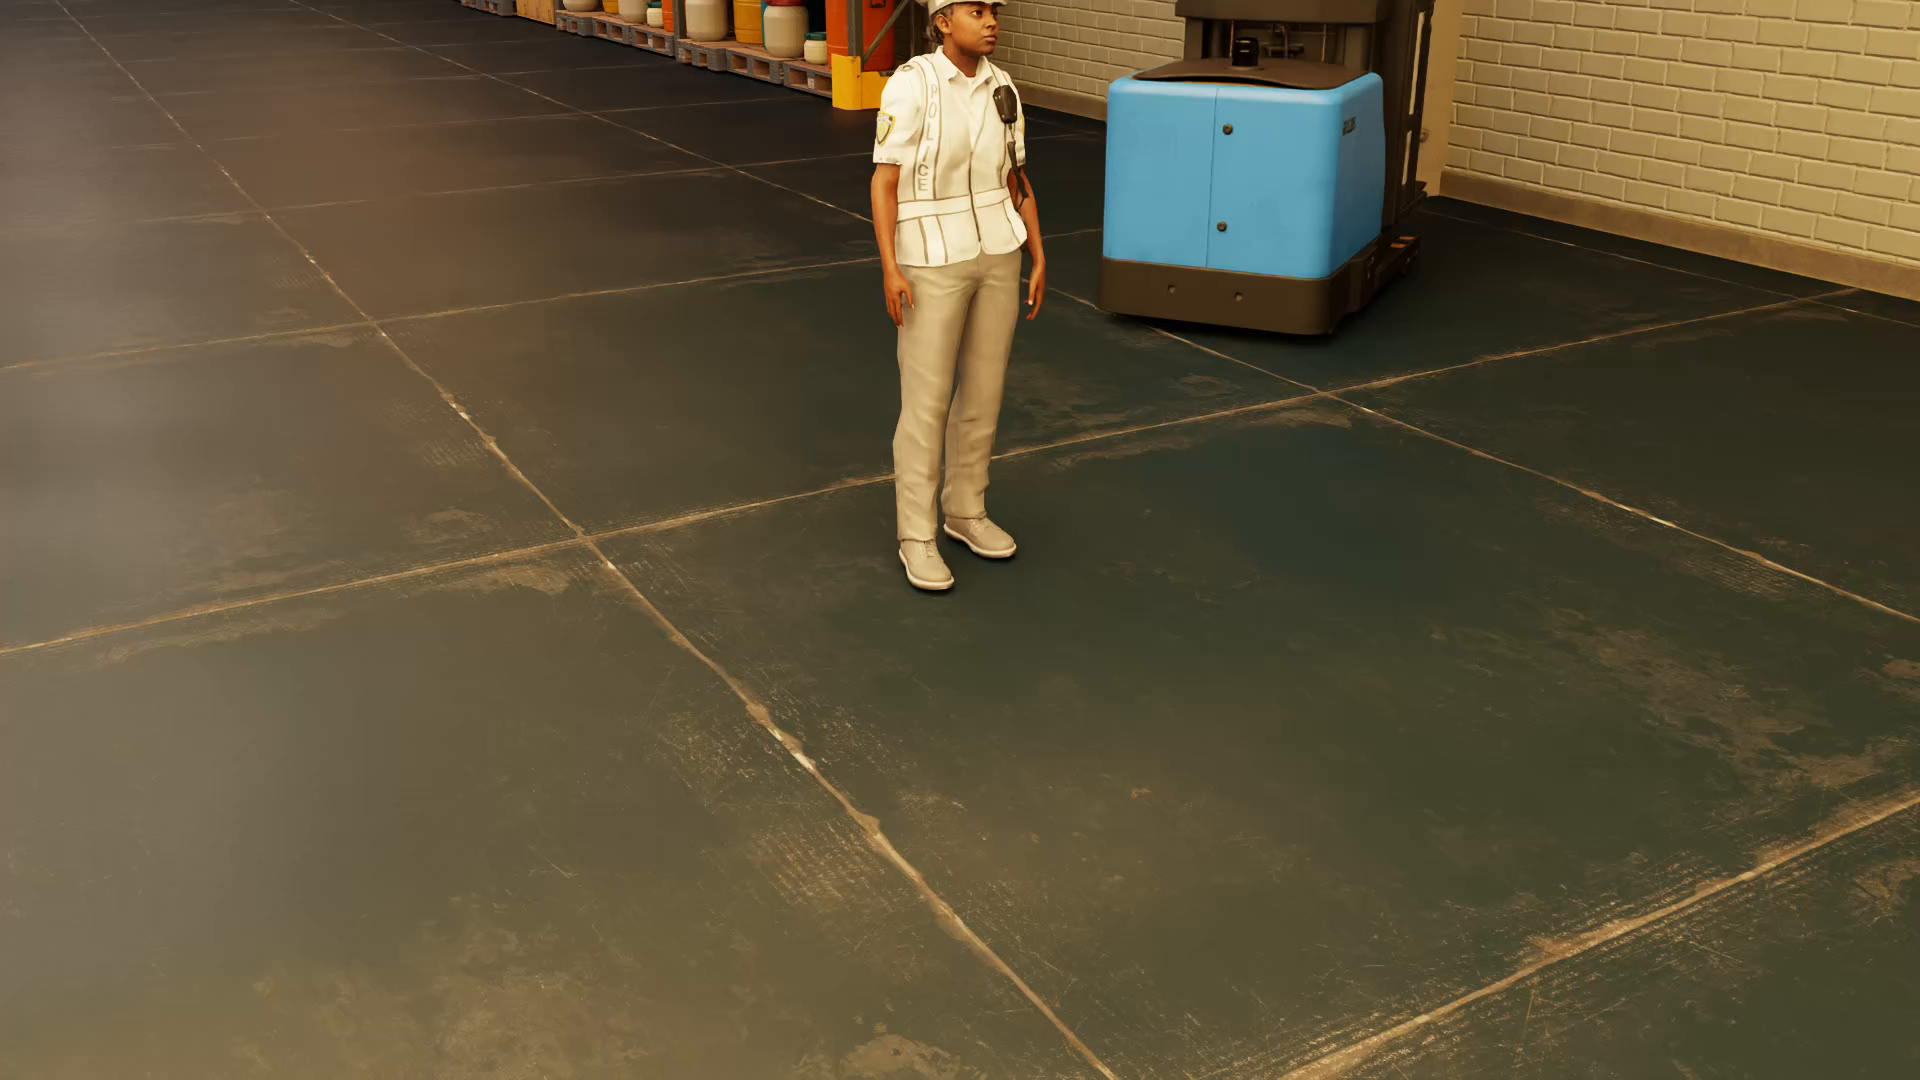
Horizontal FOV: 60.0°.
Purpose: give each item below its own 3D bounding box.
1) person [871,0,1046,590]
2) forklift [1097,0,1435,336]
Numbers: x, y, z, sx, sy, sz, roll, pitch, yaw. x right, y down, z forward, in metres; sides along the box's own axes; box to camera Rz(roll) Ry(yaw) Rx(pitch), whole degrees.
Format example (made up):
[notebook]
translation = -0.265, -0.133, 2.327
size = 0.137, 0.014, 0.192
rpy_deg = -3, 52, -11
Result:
[person]
translation = 0.021, -0.762, 4.741
size = 0.570, 1.695, 0.530
rpy_deg = -12, 25, -28
[forklift]
translation = 1.716, -2.750, 7.975
size = 1.130, 2.935, 3.031
rpy_deg = 10, 24, 24
